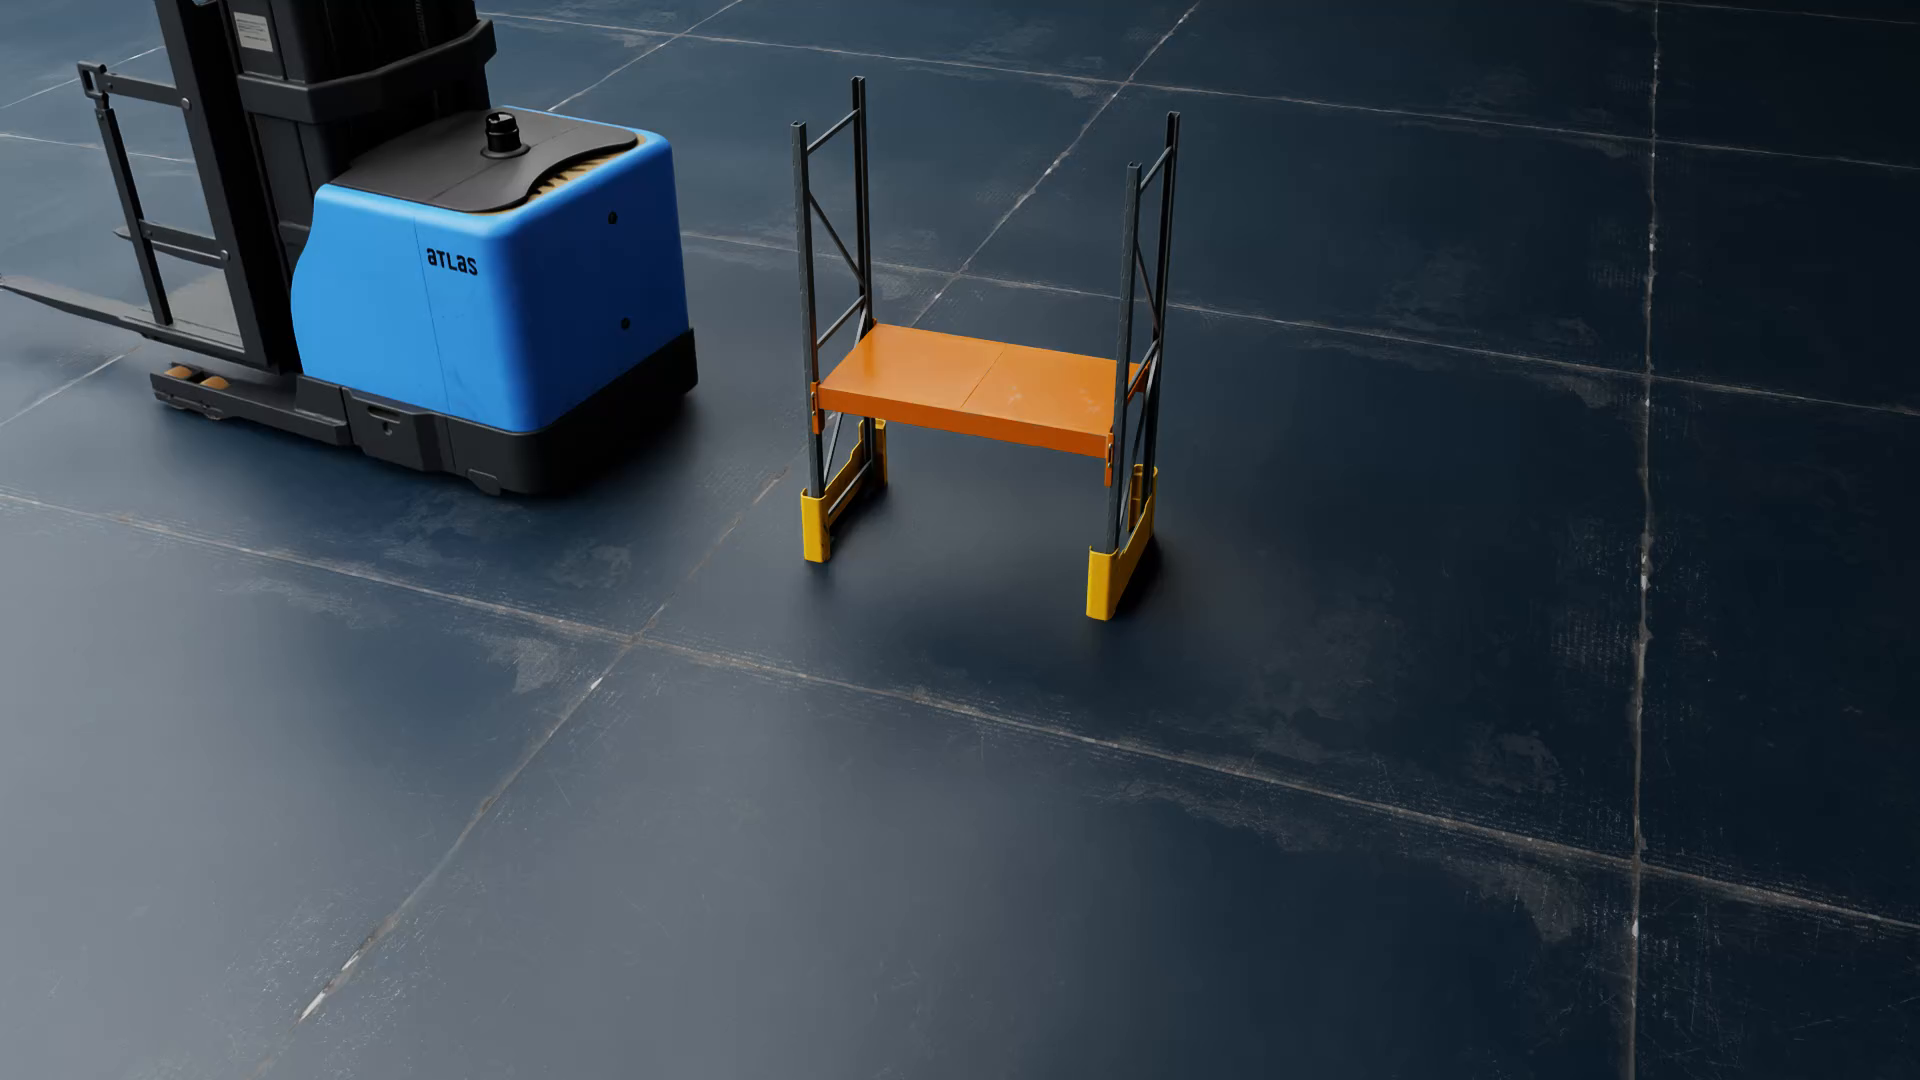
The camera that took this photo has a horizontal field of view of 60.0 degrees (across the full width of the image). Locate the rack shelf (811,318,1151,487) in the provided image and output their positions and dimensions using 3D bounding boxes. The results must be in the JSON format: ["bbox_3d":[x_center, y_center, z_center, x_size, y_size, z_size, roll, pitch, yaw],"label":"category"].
[{"bbox_3d":[0.080,-0.463,5.417,1.000,0.185,0.538,11,34,16],"label":"rack shelf"}]

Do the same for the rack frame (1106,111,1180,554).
[{"bbox_3d":[0.559,-0.521,5.175,0.032,1.500,0.500,11,34,16],"label":"rack frame"}]

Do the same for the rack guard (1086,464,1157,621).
[{"bbox_3d":[0.541,0.000,5.519,0.087,0.250,0.587,11,34,16],"label":"rack guard"}]

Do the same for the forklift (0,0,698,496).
[{"bbox_3d":[-2.590,-1.936,6.046,3.031,2.935,1.130,15,36,22],"label":"forklift"}]

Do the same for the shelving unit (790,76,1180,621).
[{"bbox_3d":[0.072,-0.616,5.322,1.083,1.500,0.587,11,34,16],"label":"shelving unit"}]

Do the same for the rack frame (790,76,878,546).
[{"bbox_3d":[-0.398,-0.707,5.463,0.032,1.500,0.500,11,34,16],"label":"rack frame"}]

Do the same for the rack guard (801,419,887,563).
[{"bbox_3d":[-0.397,-0.182,5.802,0.087,0.250,0.587,11,34,16],"label":"rack guard"}]
